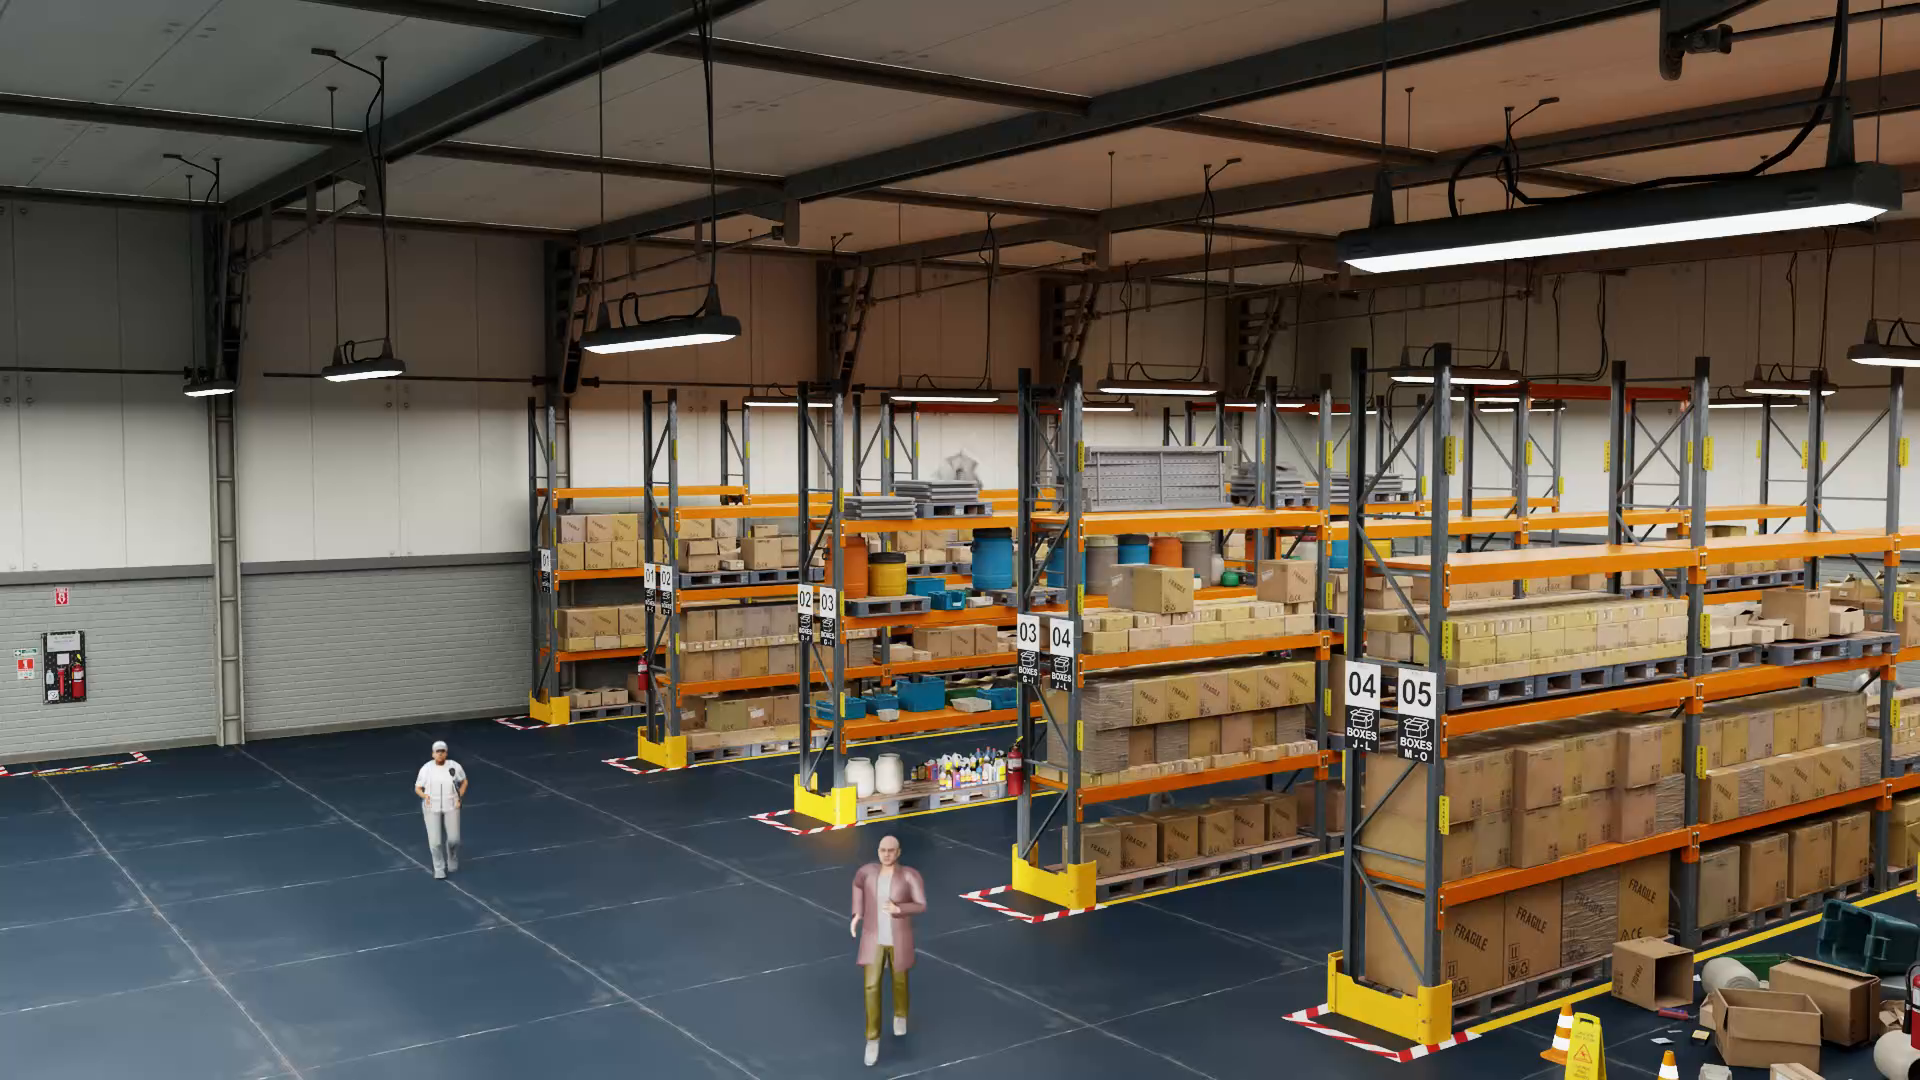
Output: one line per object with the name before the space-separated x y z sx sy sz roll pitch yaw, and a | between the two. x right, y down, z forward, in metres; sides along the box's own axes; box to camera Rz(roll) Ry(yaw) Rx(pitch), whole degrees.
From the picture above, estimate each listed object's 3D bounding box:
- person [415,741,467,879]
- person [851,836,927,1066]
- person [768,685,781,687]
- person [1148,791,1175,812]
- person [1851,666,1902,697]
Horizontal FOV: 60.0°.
person | -6.117 3.189 19.639 0.598 1.621 0.557 -1 4 -19
person | -0.611 3.426 14.163 0.680 1.832 0.903 0 3 5
person | -3.335 2.607 29.648 0.701 1.607 0.580 -3 4 -39
person | 2.672 2.954 22.364 0.852 1.804 0.676 -3 5 -44
person | 14.588 2.740 26.497 0.720 1.769 0.884 2 4 29
